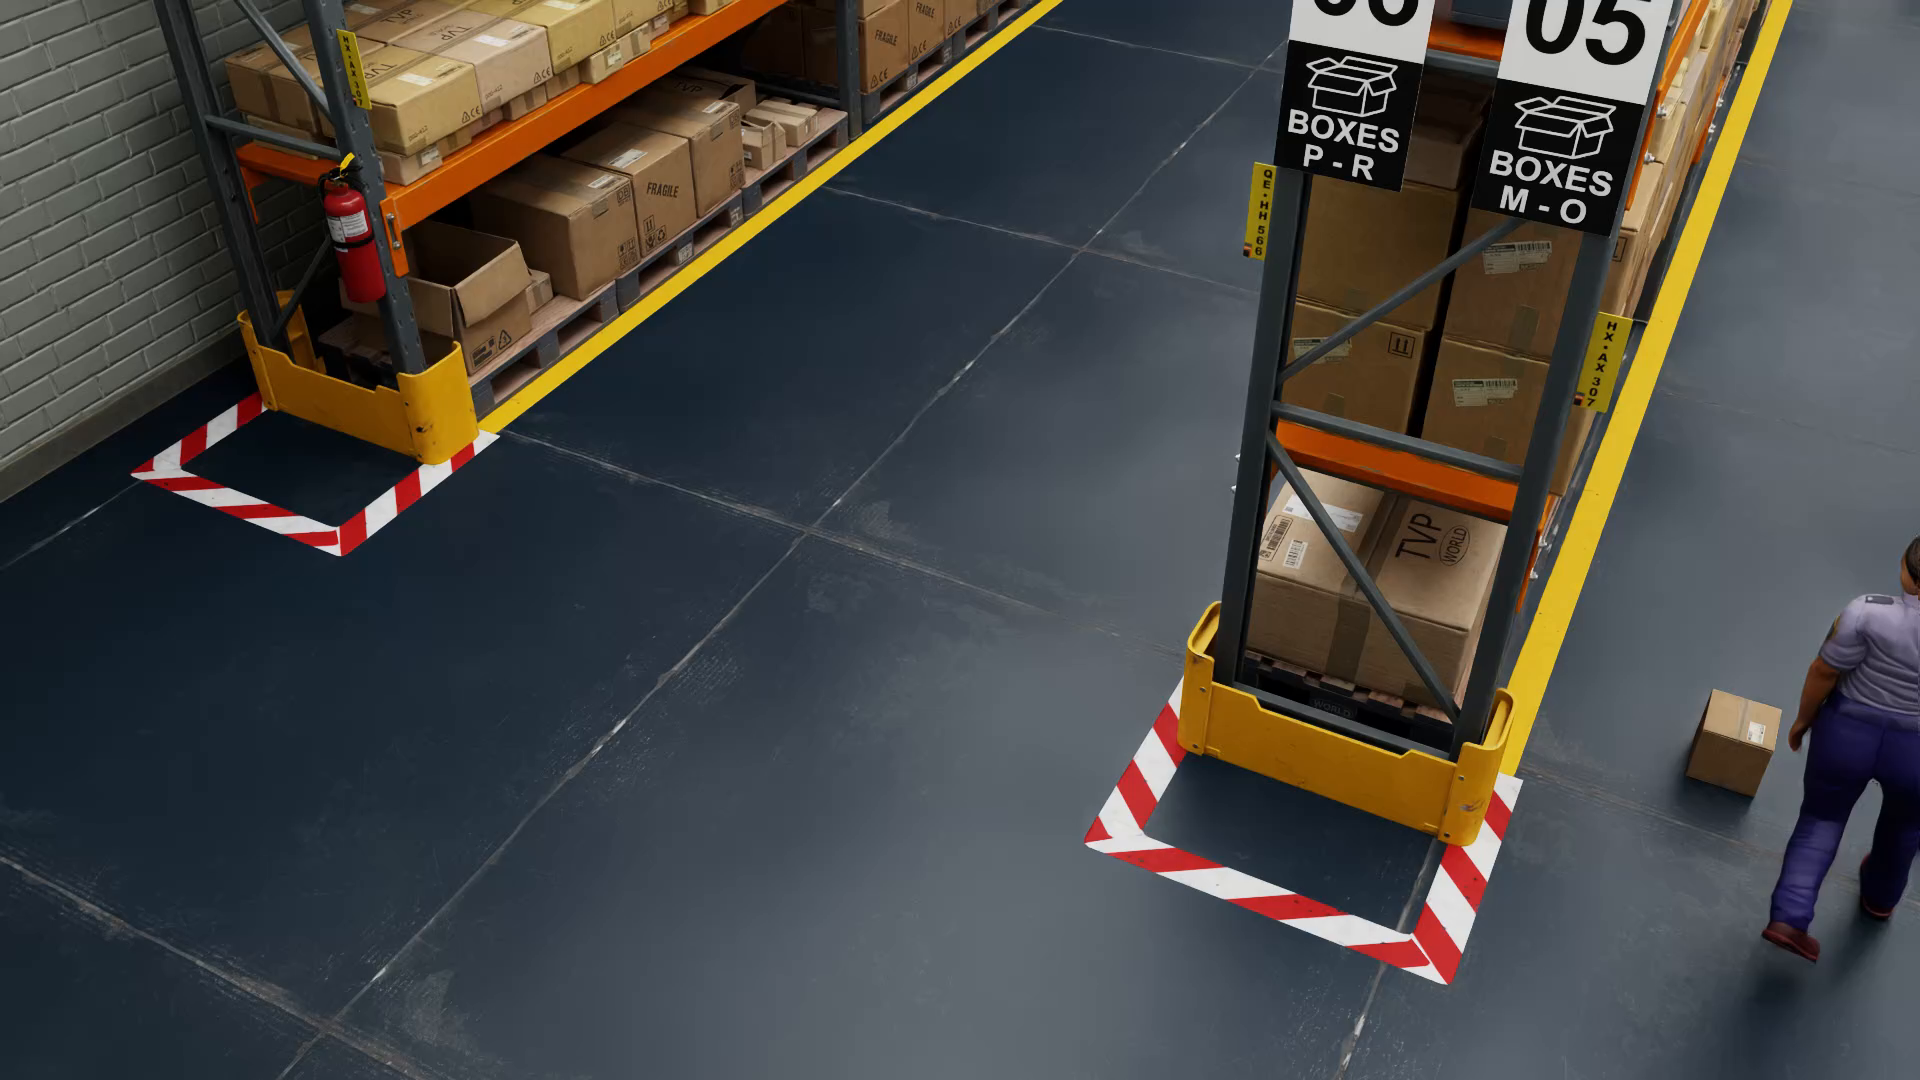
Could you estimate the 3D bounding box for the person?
[{"bbox_3d":[2.964,0.669,5.323,0.587,1.590,0.776,23,43,26],"label":"person"}]
